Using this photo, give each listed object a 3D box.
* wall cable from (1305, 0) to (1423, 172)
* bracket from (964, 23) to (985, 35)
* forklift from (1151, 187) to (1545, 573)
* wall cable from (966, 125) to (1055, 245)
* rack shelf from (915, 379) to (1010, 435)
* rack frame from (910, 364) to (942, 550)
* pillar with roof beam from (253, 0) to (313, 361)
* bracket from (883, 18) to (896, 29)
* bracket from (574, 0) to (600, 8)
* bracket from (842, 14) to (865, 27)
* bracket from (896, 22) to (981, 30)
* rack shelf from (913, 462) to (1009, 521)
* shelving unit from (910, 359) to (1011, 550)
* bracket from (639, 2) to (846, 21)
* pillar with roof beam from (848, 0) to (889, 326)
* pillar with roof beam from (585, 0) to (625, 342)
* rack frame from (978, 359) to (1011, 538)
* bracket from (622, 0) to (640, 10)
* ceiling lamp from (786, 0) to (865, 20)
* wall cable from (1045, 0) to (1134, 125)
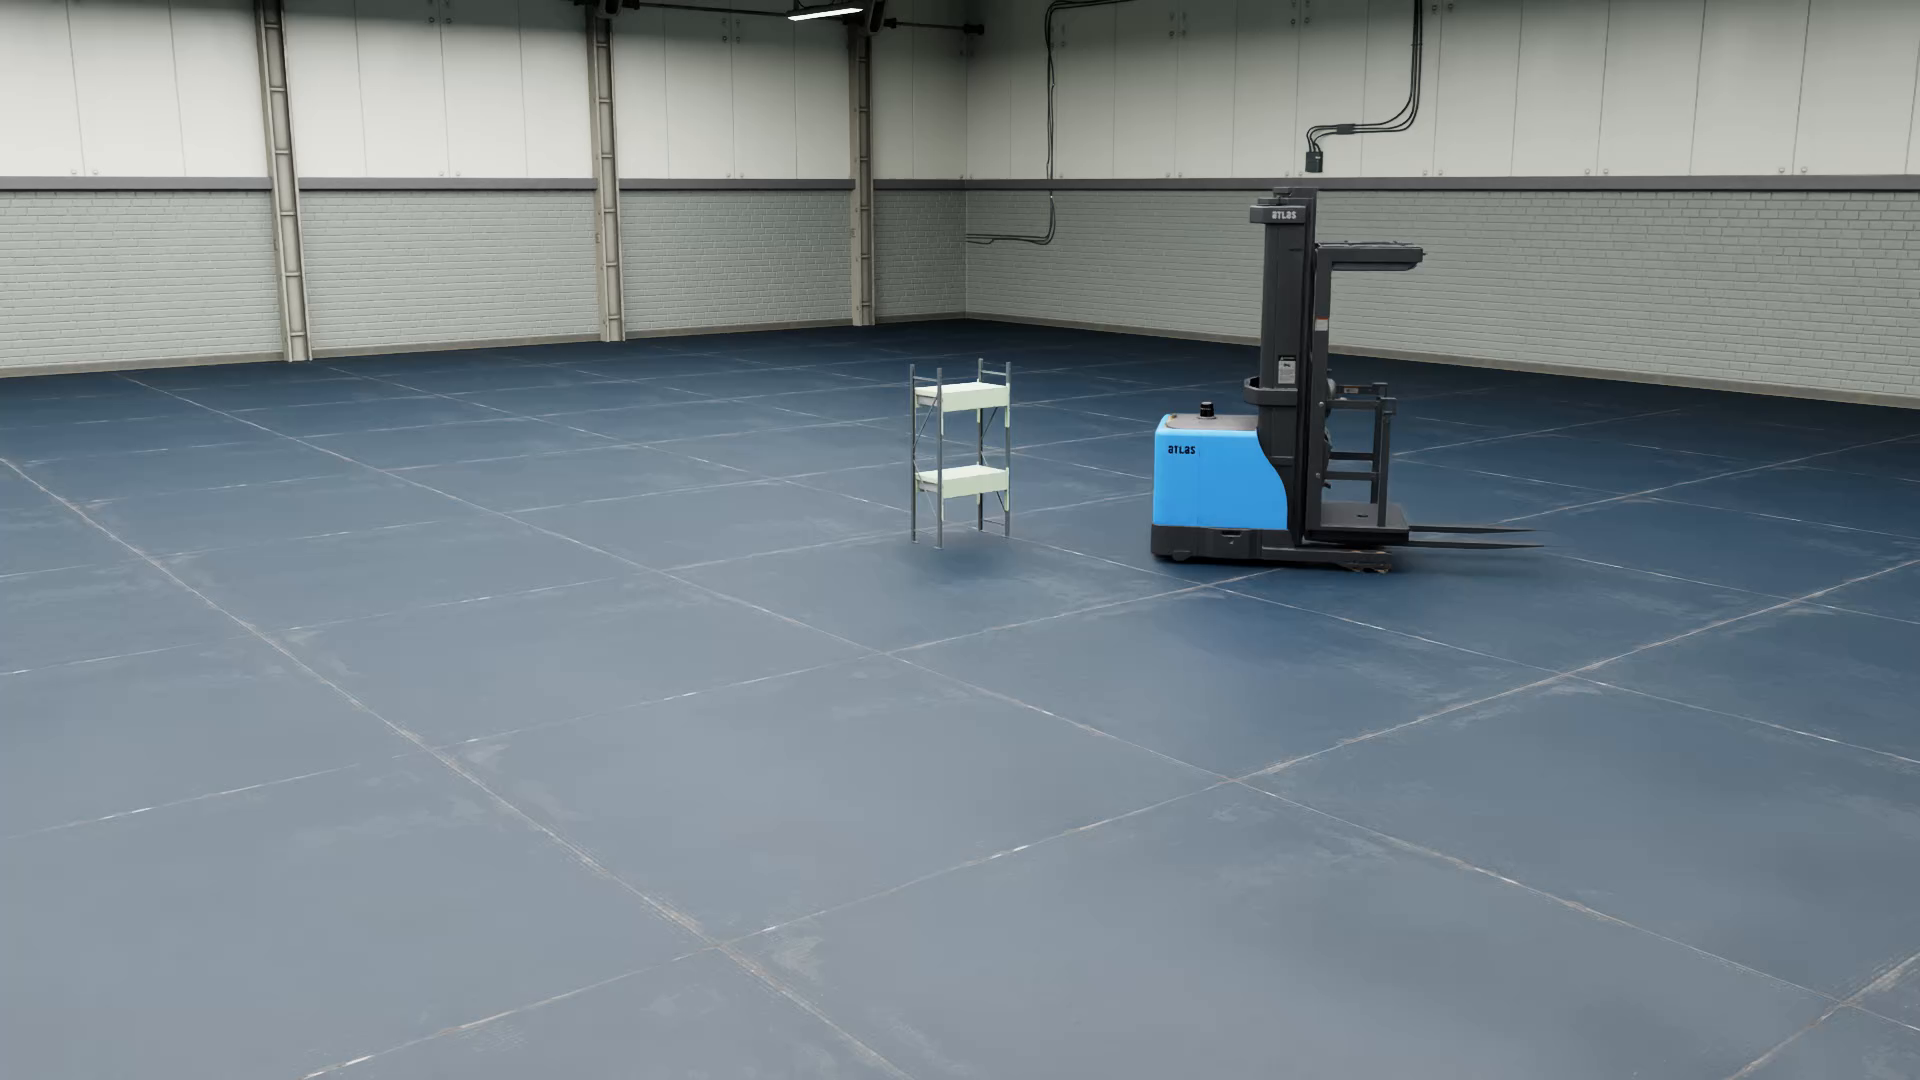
[{"bbox_3d":[6.946,-9.366,28.385,0.169,6.003,2.305,-9,15,-38],"label":"wall cable"},{"bbox_3d":[0.297,-11.141,36.266,0.430,0.232,0.235,-9,15,-38],"label":"bracket"},{"bbox_3d":[3.095,-1.298,13.183,3.031,2.935,1.130,2,12,10],"label":"forklift"},{"bbox_3d":[1.028,-7.725,36.322,0.112,2.526,3.097,-9,15,-38],"label":"wall cable"},{"bbox_3d":[0.005,-1.116,13.896,0.720,0.370,0.431,-9,15,-38],"label":"rack shelf"},{"bbox_3d":[-0.281,-0.687,13.753,0.023,1.500,0.400,-9,15,-38],"label":"rack frame"},{"bbox_3d":[-8.780,-6.821,24.588,0.400,9.000,9.100,-9,15,-38],"label":"pillar with roof beam"},{"bbox_3d":[-1.553,-10.834,34.818,0.430,0.232,0.235,-9,15,-38],"label":"bracket"},{"bbox_3d":[-6.886,-9.947,30.644,0.430,0.232,0.235,-9,15,-38],"label":"bracket"},{"bbox_3d":[-2.201,-10.726,34.310,0.430,0.232,0.235,-9,15,-38],"label":"bracket"},{"bbox_3d":[-0.164,-11.064,35.905,3.189,0.066,0.076,-9,15,-38],"label":"bracket"},{"bbox_3d":[0.005,-0.416,14.045,0.720,0.370,0.431,-9,15,-38],"label":"rack shelf"},{"bbox_3d":[0.005,-0.735,13.977,0.755,1.500,0.431,-9,15,-38],"label":"shelving unit"},{"bbox_3d":[-4.213,-10.392,32.736,4.783,0.066,0.076,-9,15,-38],"label":"bracket"},{"bbox_3d":[0.590,-8.378,31.921,0.548,9.000,9.100,-9,15,-38],"label":"pillar with roof beam"},{"bbox_3d":[-4.095,-7.600,28.254,0.548,9.000,9.100,-9,15,-38],"label":"pillar with roof beam"},{"bbox_3d":[0.291,-0.782,14.201,0.023,1.500,0.400,-9,15,-38],"label":"rack frame"},{"bbox_3d":[-6.238,-10.055,31.151,0.430,0.232,0.235,-9,15,-38],"label":"bracket"},{"bbox_3d":[-2.149,-10.660,28.614,0.800,3.185,2.000,-9,15,-38],"label":"ceiling lamp"},{"bbox_3d":[2.718,-9.757,33.731,0.112,2.526,3.097,-9,15,-38],"label":"wall cable"}]
